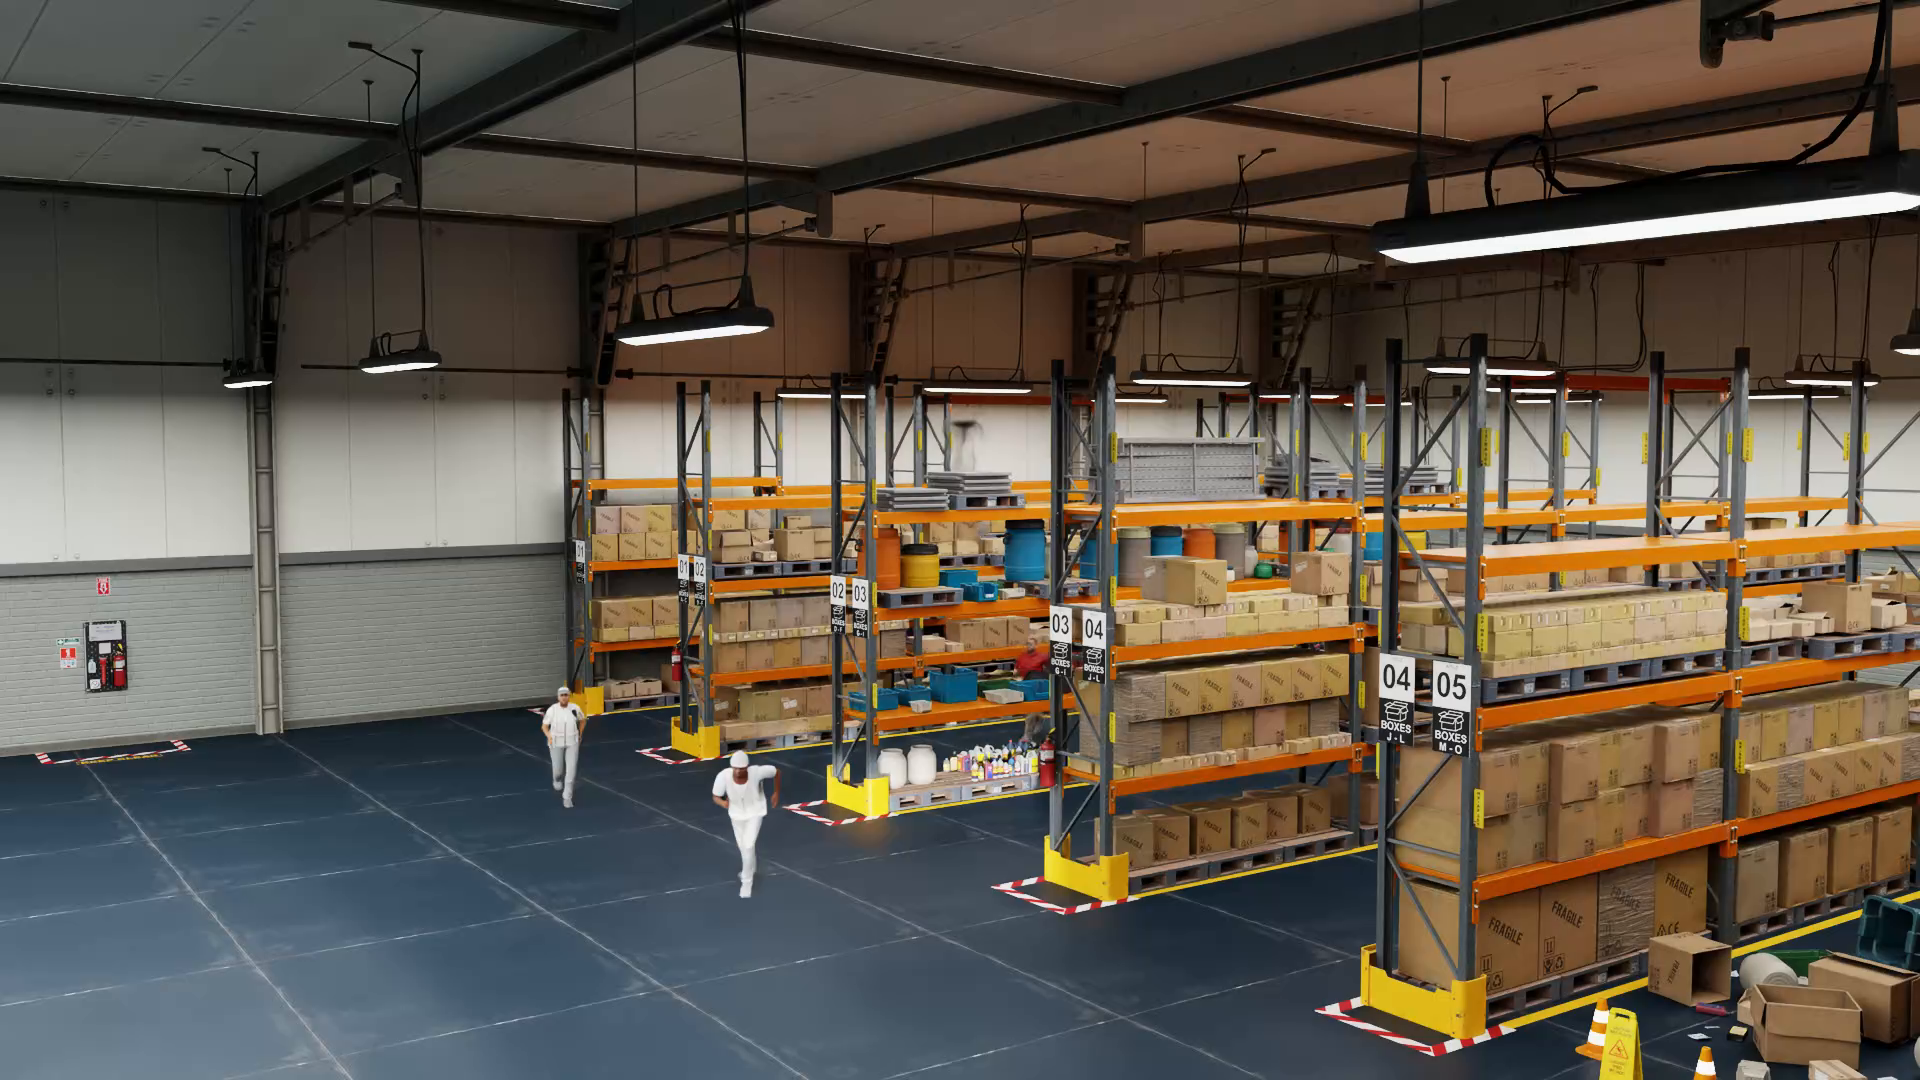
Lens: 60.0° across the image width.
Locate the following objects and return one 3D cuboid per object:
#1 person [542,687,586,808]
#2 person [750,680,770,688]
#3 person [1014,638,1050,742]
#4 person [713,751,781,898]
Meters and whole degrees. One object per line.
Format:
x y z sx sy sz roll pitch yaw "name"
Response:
-5.531 2.866 23.269 0.611 1.647 0.754 -1 4 -17 "person"
-3.487 2.395 29.739 0.644 1.743 0.723 -3 5 -41 "person"
1.226 2.494 27.957 0.680 1.714 0.926 3 4 35 "person"
-2.389 3.160 18.745 0.745 1.704 1.009 0 4 4 "person"
